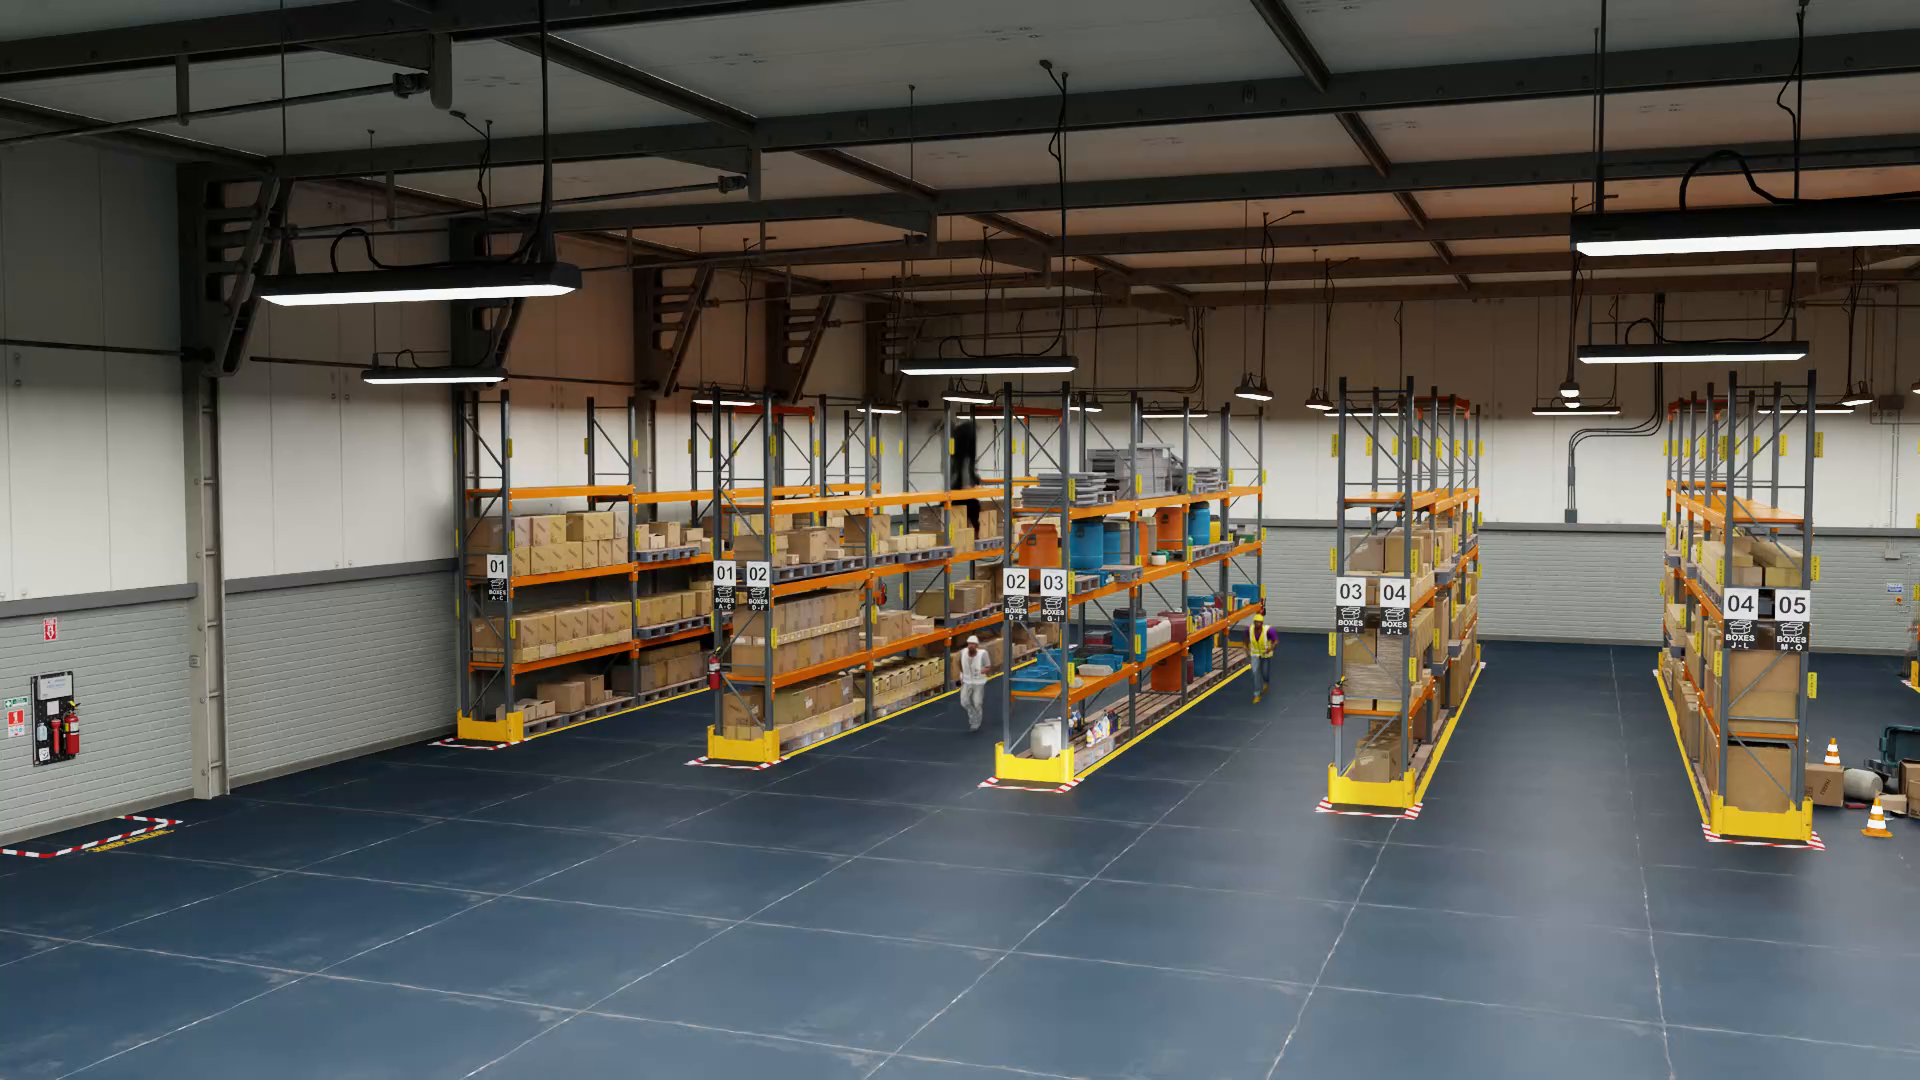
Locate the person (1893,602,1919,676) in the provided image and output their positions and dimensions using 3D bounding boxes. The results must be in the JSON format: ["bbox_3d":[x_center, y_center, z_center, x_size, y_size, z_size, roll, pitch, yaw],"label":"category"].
[{"bbox_3d":[20.839,2.156,36.121,0.956,1.693,0.723,2,4,31],"label":"person"}]

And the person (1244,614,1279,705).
[{"bbox_3d":[5.974,2.326,32.981,0.700,1.752,1.115,1,3,19],"label":"person"}]

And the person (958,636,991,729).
[{"bbox_3d":[0.234,2.514,29.229,0.640,1.695,0.729,1,3,13],"label":"person"}]

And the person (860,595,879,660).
[{"bbox_3d":[-2.103,2.070,38.681,0.506,1.592,0.649,0,3,4],"label":"person"}]
